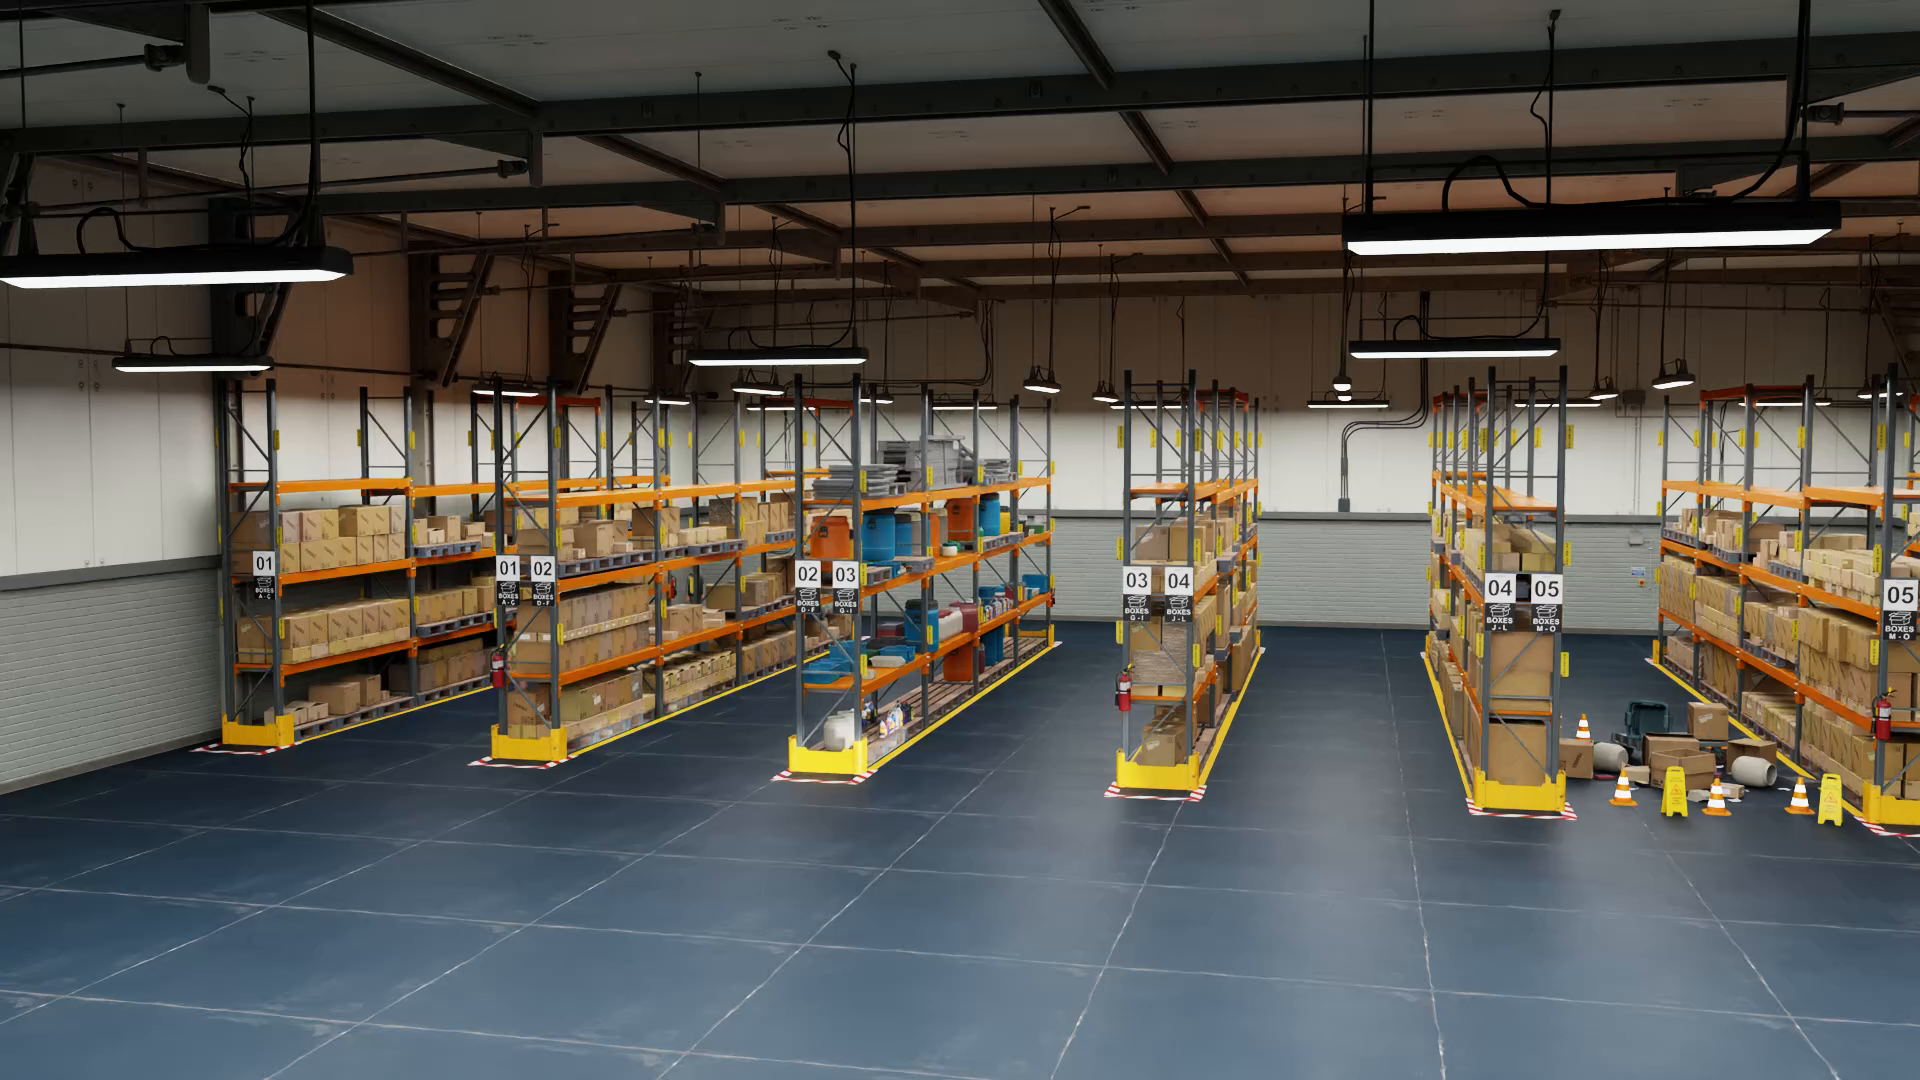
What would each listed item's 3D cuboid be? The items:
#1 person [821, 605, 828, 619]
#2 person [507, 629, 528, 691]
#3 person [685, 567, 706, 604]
[{"bbox_3d":[-3.734,1.508,45.151,0.556,1.579,0.701,2,4,24],"label":"person"},{"bbox_3d":[-7.928,2.380,29.954,0.451,1.607,1.009,0,3,-3],"label":"person"},{"bbox_3d":[-6.926,1.525,43.762,0.497,1.767,0.577,2,4,33],"label":"person"}]
